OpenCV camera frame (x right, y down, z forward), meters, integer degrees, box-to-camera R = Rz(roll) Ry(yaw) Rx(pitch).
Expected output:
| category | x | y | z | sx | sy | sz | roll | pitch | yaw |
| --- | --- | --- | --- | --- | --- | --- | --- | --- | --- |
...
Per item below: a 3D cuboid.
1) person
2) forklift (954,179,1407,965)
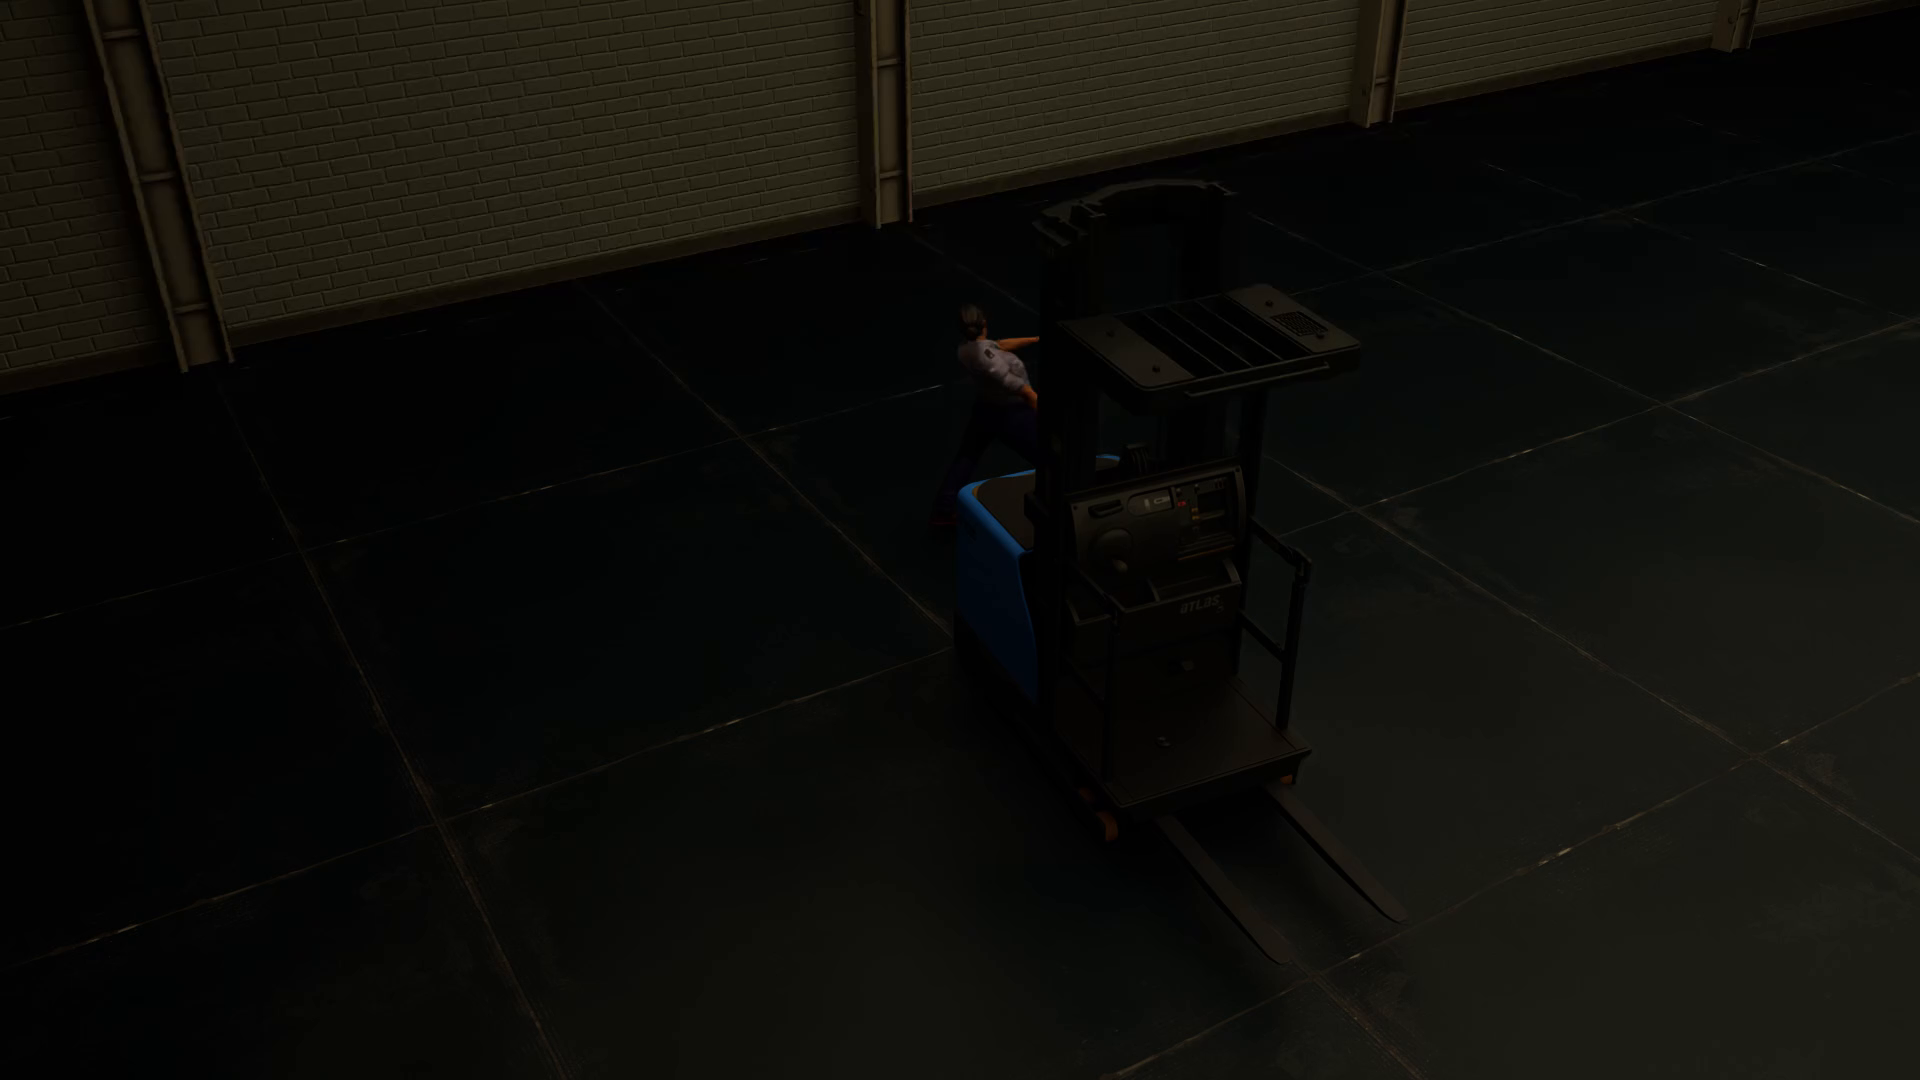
| category | x | y | z | sx | sy | sz | roll | pitch | yaw |
| --- | --- | --- | --- | --- | --- | --- | --- | --- | --- |
| person | 0.337 | -0.741 | 10.197 | 0.799 | 1.502 | 0.817 | 23 | 38 | 33 |
| forklift | 1.035 | -0.043 | 7.718 | 1.130 | 2.935 | 3.031 | -13 | 33 | -21 |
